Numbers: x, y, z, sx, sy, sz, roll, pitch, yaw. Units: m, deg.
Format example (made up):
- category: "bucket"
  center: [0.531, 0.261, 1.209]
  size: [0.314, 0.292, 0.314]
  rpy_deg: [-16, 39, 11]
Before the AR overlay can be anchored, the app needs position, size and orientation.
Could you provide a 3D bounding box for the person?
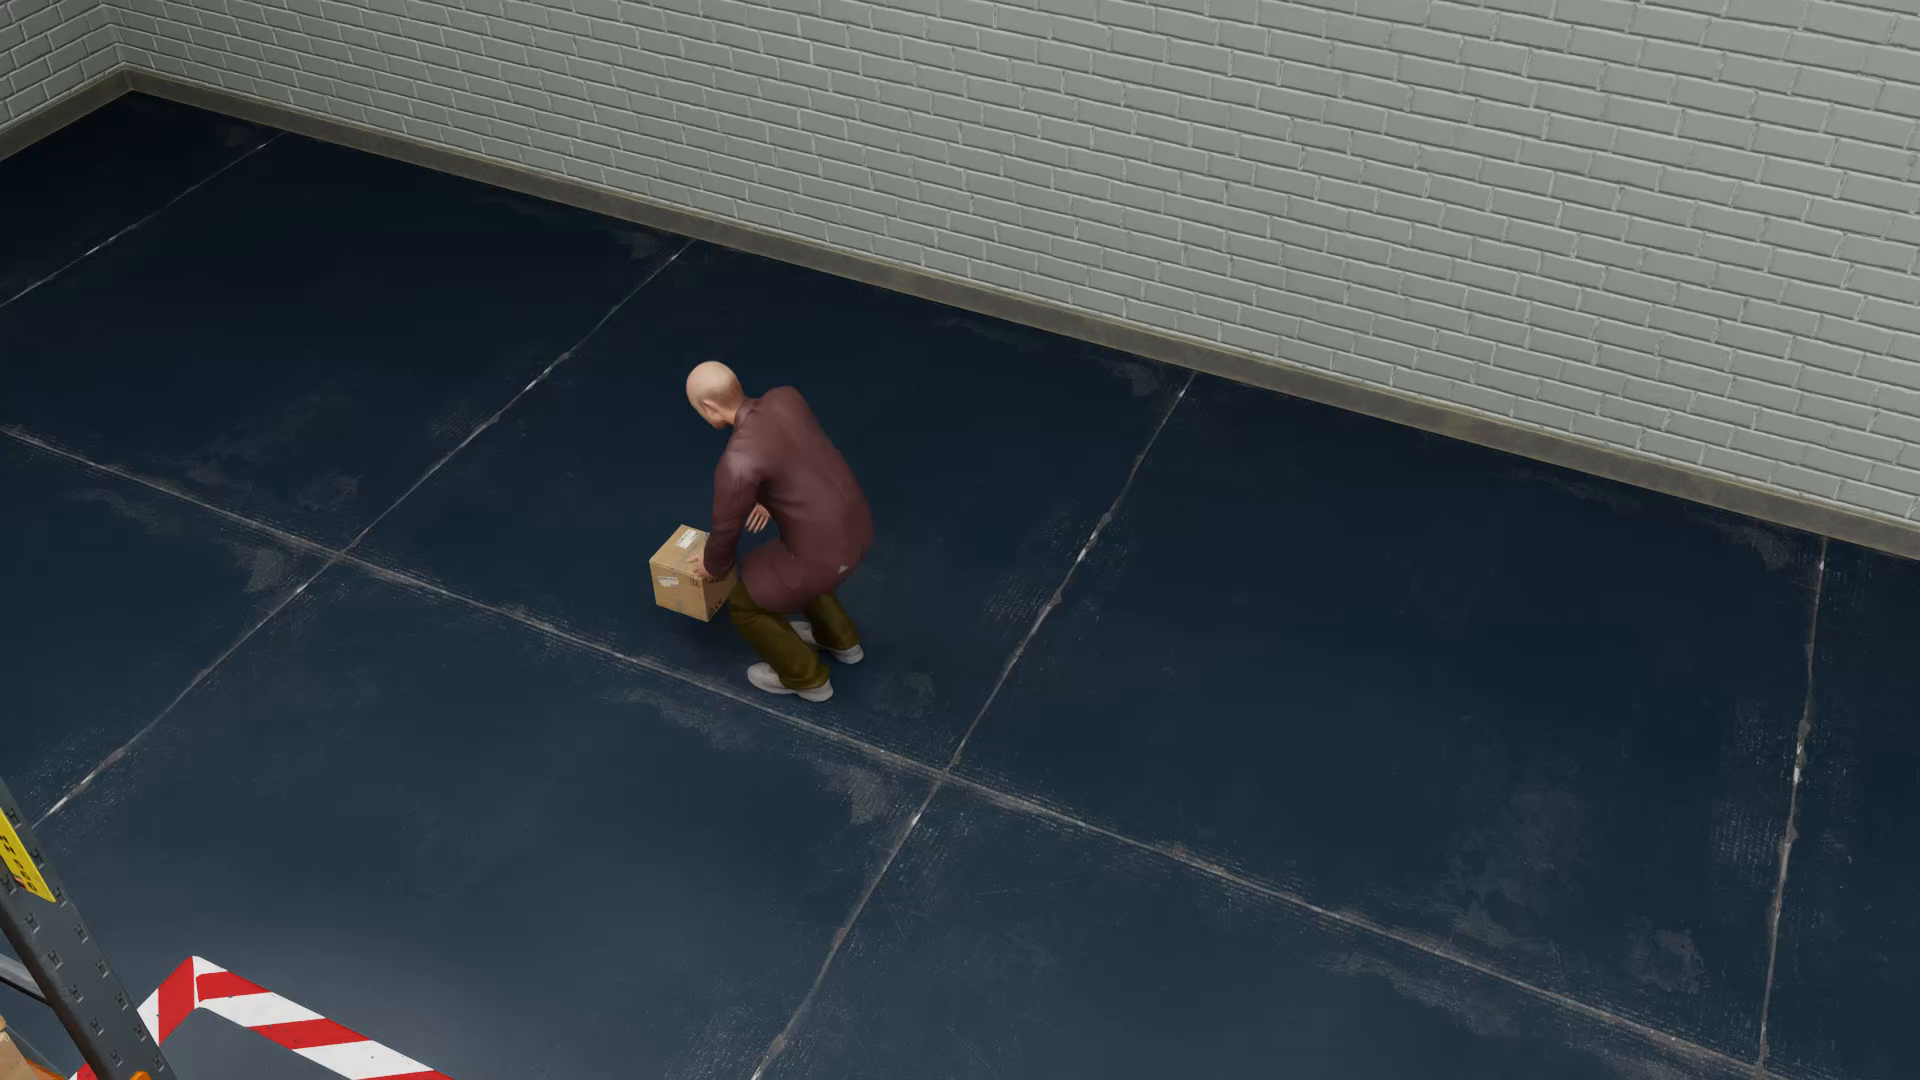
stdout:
- category: "person"
  center: [-0.682, -0.010, 6.418]
  size: [0.680, 1.470, 0.630]
  rpy_deg: [17, 44, 19]
